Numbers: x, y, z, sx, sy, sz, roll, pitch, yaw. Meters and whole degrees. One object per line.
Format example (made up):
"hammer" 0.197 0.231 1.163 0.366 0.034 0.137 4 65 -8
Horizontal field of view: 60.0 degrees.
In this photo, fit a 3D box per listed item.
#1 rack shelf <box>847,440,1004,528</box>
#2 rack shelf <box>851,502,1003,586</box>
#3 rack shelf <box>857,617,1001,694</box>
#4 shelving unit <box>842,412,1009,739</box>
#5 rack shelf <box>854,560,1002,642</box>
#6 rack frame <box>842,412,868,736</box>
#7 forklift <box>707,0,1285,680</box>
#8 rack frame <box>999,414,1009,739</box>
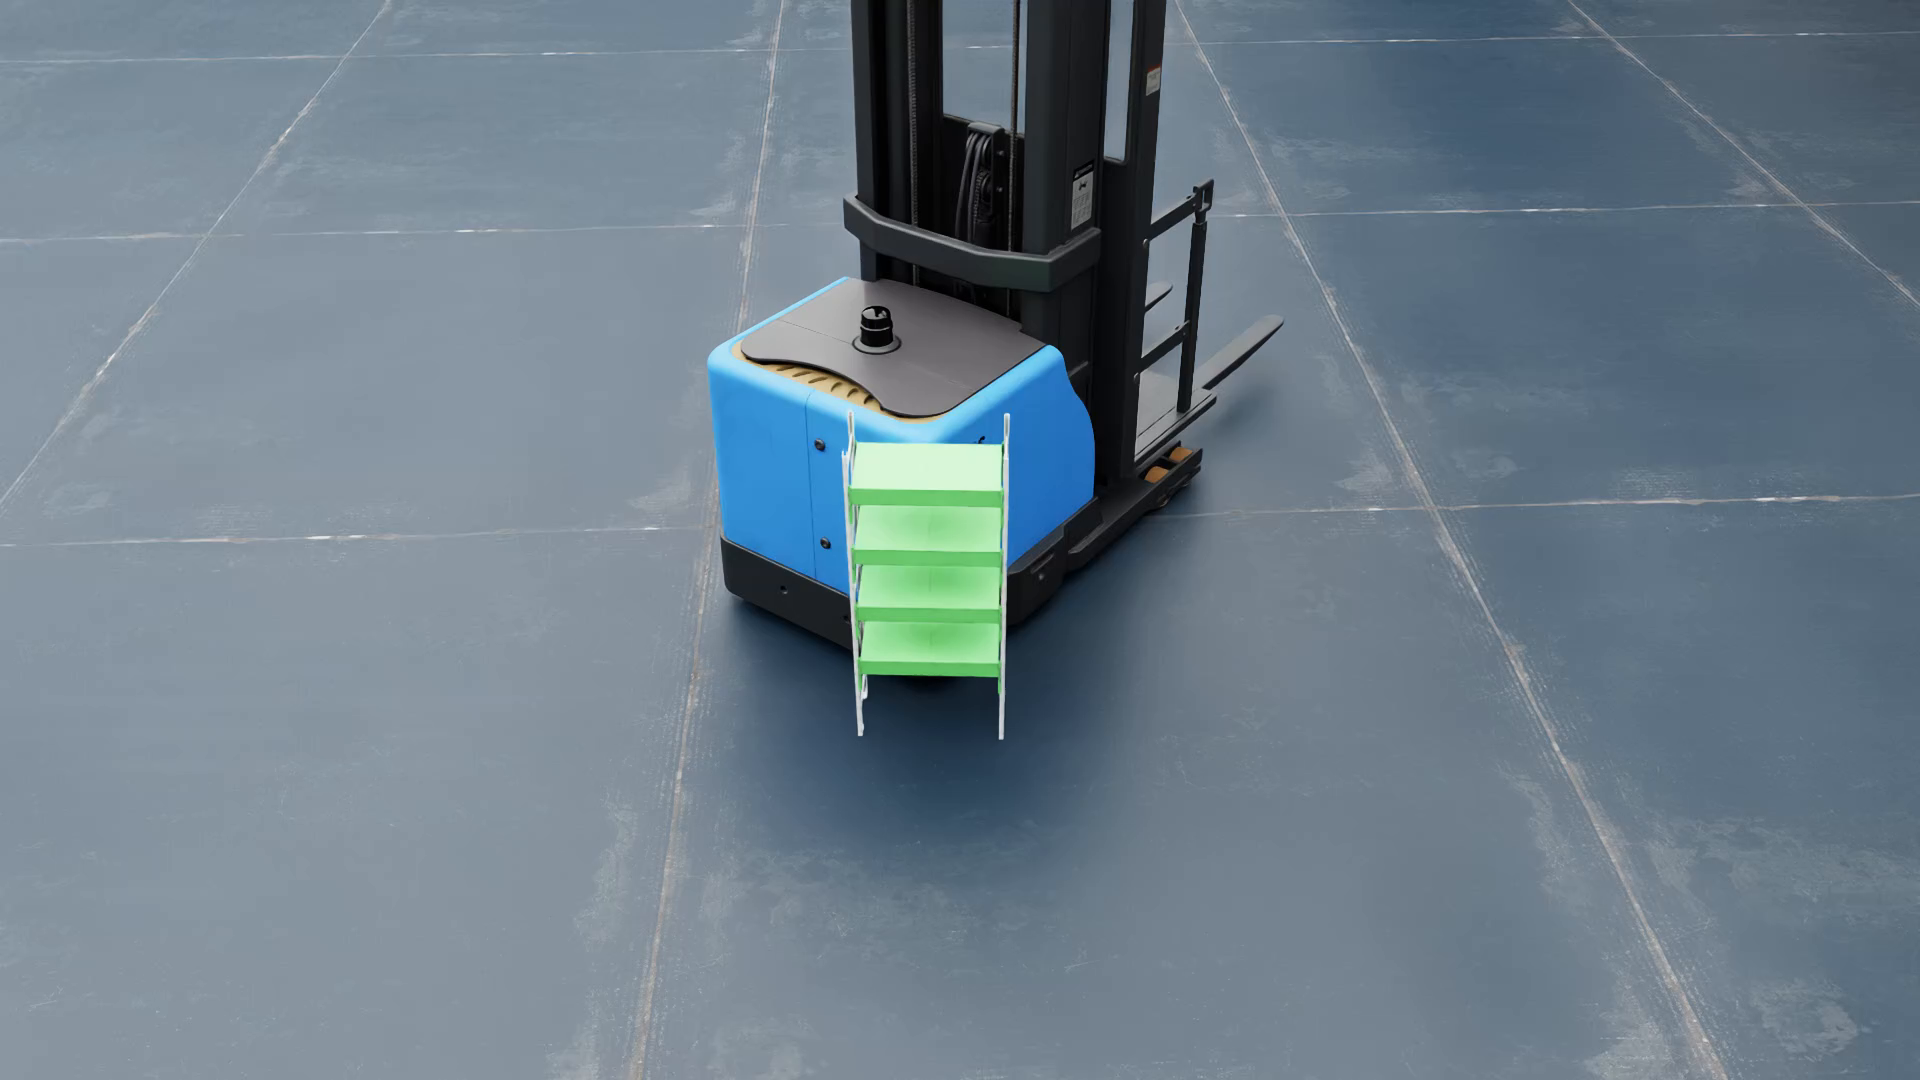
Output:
"rack shelf" -0.101 -0.177 5.206 0.480 0.148 0.258 1 39 2
"rack shelf" -0.100 0.008 5.358 0.480 0.148 0.258 1 39 2
"rack shelf" -0.099 0.380 5.662 0.480 0.148 0.258 1 39 2
"shelving unit" -0.100 0.145 5.470 0.503 1.200 0.258 1 39 2
"rack shelf" -0.099 0.194 5.510 0.480 0.148 0.258 1 39 2
"rack frame" -0.343 0.140 5.476 0.015 1.200 0.240 1 39 2
"forklift" 0.373 -1.493 6.332 1.130 2.935 3.031 23 41 29
"rack frame" 0.144 0.149 5.463 0.015 1.200 0.240 1 39 2
